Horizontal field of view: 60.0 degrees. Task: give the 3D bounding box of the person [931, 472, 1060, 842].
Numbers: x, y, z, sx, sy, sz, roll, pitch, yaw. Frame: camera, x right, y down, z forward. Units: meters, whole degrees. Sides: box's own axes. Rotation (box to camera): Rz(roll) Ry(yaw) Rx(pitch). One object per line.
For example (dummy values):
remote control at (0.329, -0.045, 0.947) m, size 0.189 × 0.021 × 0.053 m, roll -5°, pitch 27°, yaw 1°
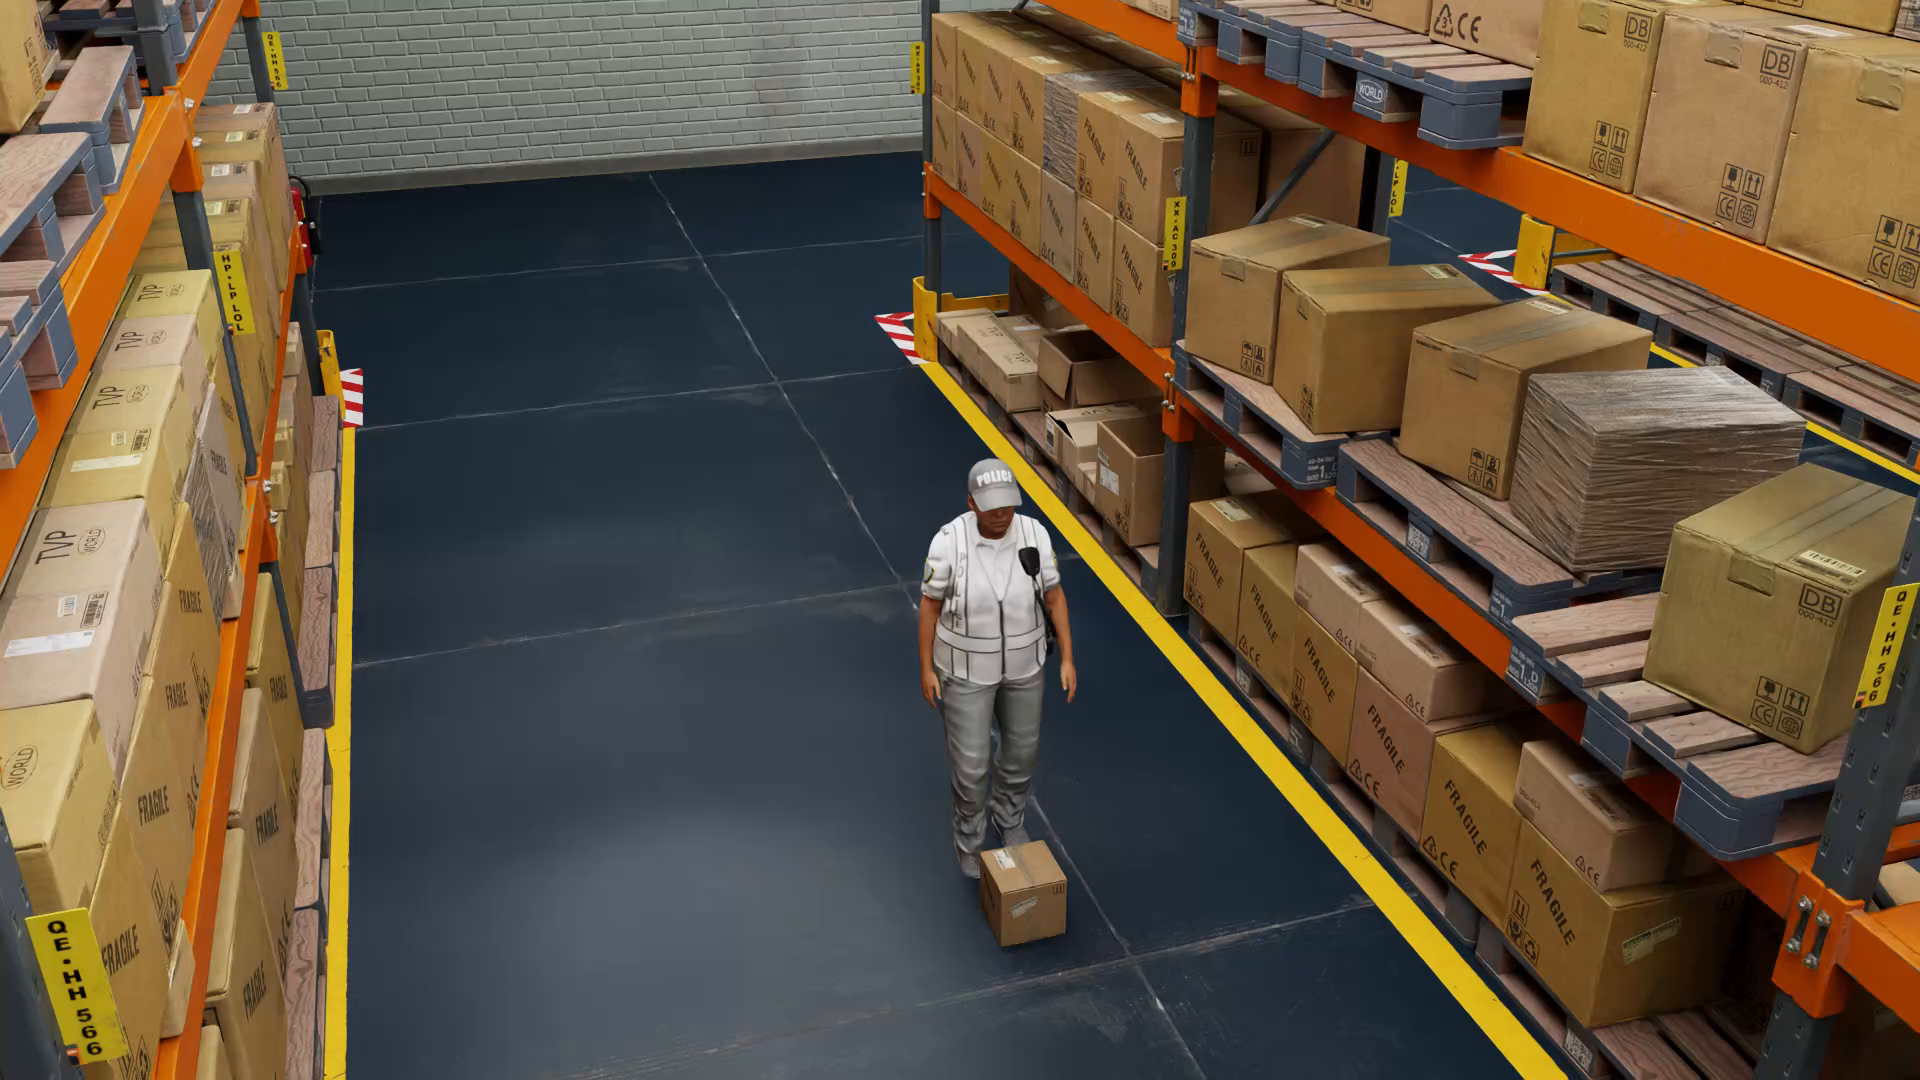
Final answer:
person at (0.138, 0.445, 6.175) m, size 0.486 × 1.560 × 0.440 m, roll -8°, pitch 27°, yaw -15°
